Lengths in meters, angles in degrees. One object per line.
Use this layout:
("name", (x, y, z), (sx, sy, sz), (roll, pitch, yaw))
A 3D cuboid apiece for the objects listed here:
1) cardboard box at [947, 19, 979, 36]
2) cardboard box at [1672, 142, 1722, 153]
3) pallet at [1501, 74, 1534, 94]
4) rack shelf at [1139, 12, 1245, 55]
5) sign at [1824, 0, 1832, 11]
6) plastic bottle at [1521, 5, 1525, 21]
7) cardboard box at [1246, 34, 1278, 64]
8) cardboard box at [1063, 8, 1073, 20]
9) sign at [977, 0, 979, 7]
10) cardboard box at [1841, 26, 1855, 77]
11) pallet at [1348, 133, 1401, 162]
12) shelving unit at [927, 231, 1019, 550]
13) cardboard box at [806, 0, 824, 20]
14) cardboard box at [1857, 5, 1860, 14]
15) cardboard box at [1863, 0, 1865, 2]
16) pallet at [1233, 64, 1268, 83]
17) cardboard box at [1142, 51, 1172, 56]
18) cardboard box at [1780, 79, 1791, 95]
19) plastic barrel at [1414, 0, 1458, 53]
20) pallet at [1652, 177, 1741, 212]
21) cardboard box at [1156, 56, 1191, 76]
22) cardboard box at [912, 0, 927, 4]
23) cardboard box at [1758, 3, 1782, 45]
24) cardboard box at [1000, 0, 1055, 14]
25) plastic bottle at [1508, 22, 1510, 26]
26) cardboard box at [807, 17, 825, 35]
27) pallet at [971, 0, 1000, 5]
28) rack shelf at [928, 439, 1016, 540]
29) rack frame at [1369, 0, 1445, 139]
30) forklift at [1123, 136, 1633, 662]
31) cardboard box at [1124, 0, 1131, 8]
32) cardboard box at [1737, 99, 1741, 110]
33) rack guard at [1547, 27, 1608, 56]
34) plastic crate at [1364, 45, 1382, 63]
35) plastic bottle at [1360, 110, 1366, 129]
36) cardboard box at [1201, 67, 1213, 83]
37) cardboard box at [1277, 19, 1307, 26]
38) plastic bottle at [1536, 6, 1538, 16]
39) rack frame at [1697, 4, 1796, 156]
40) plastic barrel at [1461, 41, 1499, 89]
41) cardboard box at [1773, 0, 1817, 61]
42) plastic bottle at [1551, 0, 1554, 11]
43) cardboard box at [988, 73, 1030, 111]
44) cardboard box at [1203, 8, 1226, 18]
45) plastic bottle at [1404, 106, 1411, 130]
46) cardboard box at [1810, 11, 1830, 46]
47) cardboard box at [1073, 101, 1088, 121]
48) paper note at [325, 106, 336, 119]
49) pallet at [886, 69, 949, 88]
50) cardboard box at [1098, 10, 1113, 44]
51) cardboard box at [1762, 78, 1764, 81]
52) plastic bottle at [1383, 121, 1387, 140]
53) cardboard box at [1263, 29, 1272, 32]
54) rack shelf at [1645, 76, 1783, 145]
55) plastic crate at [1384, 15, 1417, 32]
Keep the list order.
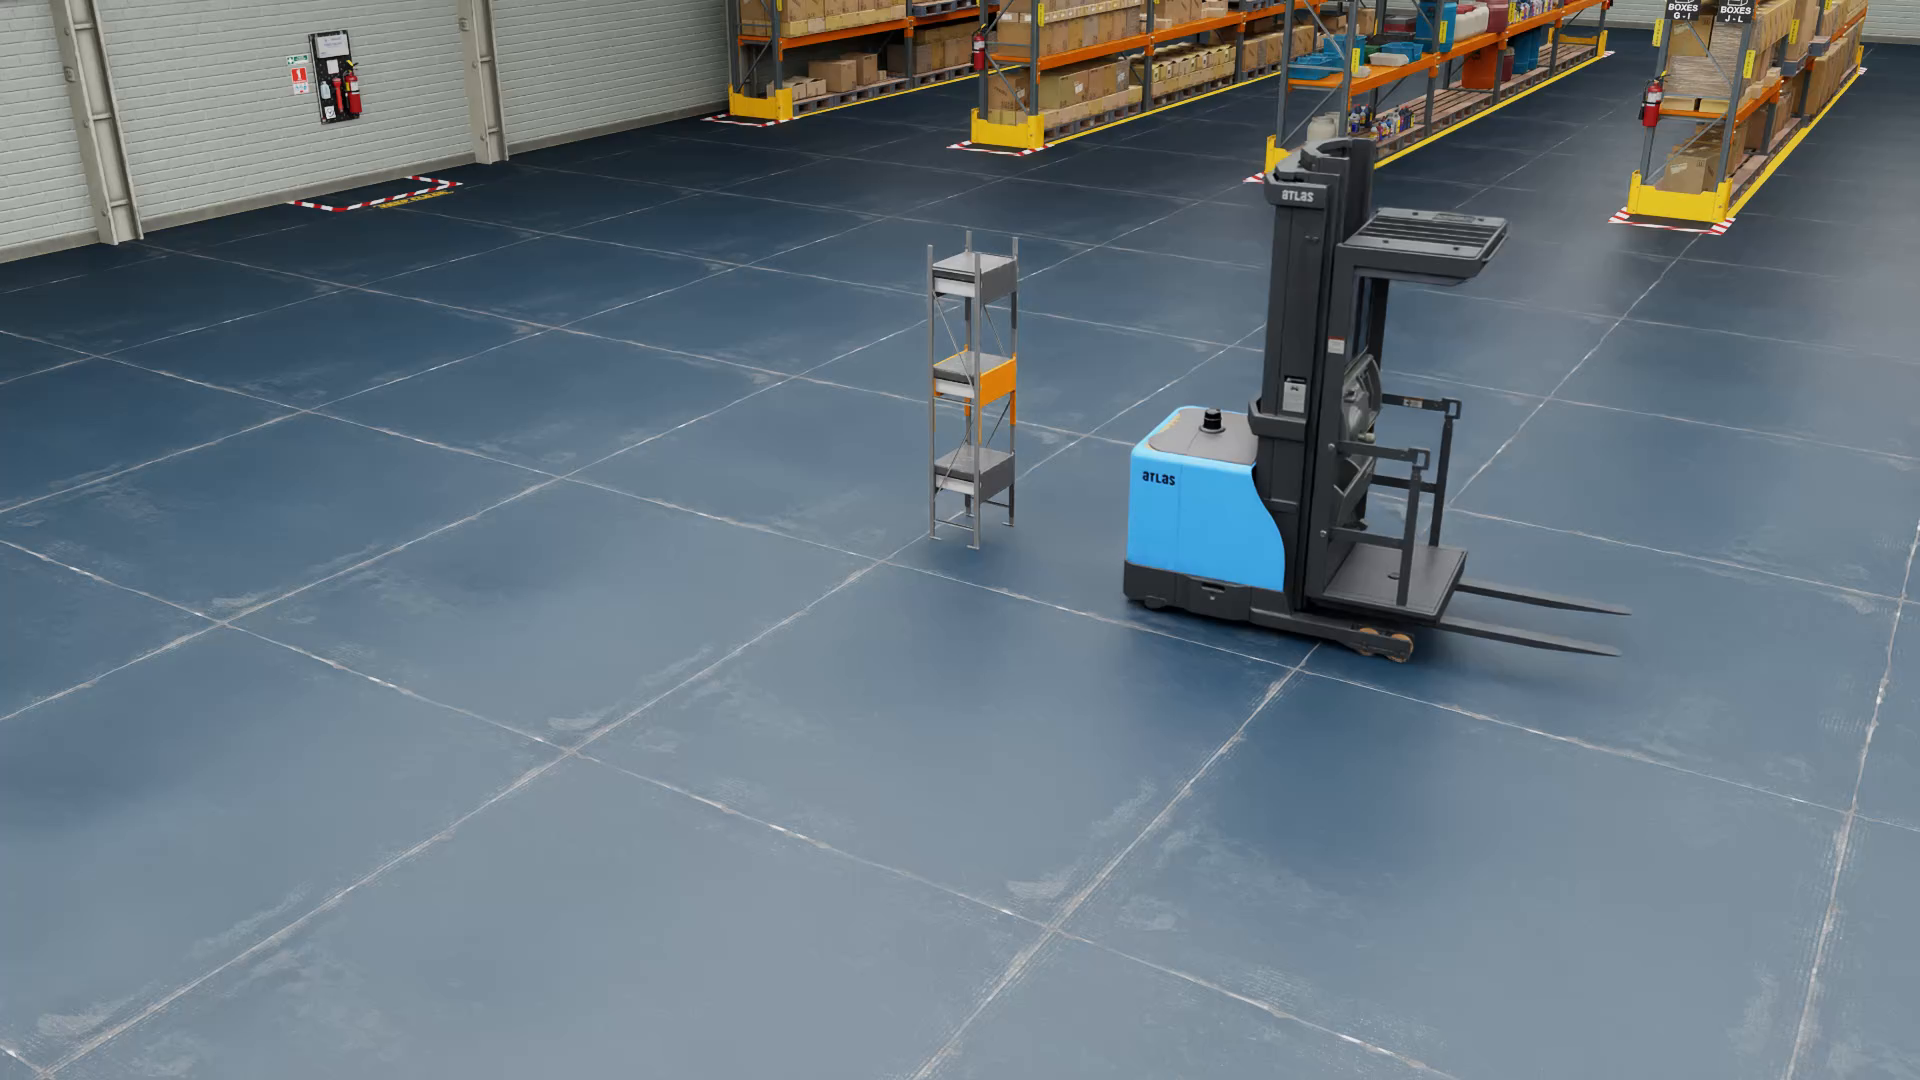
("cardboard box", (0.074, -10.306, 33.430), (0.500, 0.250, 0.500), (14, 27, 30))
("cardboard box", (9.797, -4.988, 22.114), (0.500, 0.500, 0.500), (-20, 31, -39))
("pallet", (10.204, -8.670, 31.511), (1.003, 0.211, 1.213), (14, 27, 29))
("rack shelf", (3.919, -9.298, 30.359), (1.077, 0.370, 4.000), (14, 27, 29))
("sign", (13.854, -8.611, 26.507), (0.100, 0.325, 0.005), (14, 27, 29))
("plastic bottle", (10.254, -9.629, 30.379), (0.097, 0.271, 0.097), (0, 23, 0))
("cardboard box", (5.997, -9.798, 33.200), (0.500, 0.500, 0.500), (13, 27, 28))
("cardboard box", (1.548, -8.293, 26.188), (0.380, 0.149, 0.250), (13, 27, 28))
("sign", (0.300, -8.362, 25.534), (0.100, 0.325, 0.005), (14, 27, 29))
("cardboard box", (16.388, -9.304, 31.612), (0.875, 0.875, 0.875), (14, 27, 29))
("pallet", (6.037, -6.003, 25.351), (1.003, 0.211, 1.213), (14, 27, 29))
("shelving unit", (0.087, -1.019, 11.462), (0.431, 2.100, 0.503), (14, 27, 29))
("cardboard box", (-2.681, -9.188, 28.417), (0.500, 0.500, 0.500), (14, 27, 29))
("cardboard box", (16.893, -10.106, 31.635), (0.380, 0.149, 0.250), (14, 27, 30))
("cardboard box", (17.309, -10.604, 32.283), (0.500, 0.250, 0.500), (13, 27, 28))
("pallet", (5.399, -9.268, 32.893), (1.003, 0.211, 1.213), (14, 27, 29))
("cardboard box", (3.636, -8.852, 30.649), (0.500, 0.311, 0.500), (13, 27, 28))
("cardboard box", (12.788, -7.212, 26.282), (0.500, 0.250, 0.500), (17, 29, 35))
("plastic barrel", (7.531, -8.211, 26.311), (0.600, 0.901, 0.708), (14, 27, 29))
("pallet", (9.666, -4.539, 21.969), (1.003, 0.211, 1.213), (14, 27, 29))
("cardboard box", (3.834, -8.572, 30.001), (0.500, 0.311, 0.500), (13, 27, 27))
("cardboard box", (-1.050, -10.403, 31.325), (0.700, 0.500, 0.500), (14, 27, 29))
("cardboard box", (10.480, -6.802, 21.929), (0.500, 0.500, 0.500), (14, 27, 29))
("cardboard box", (1.039, -8.417, 25.659), (0.700, 0.500, 0.500), (14, 27, 29))
("plastic bottle", (9.767, -9.317, 29.658), (0.097, 0.271, 0.097), (0, 23, 0))
("cardboard box", (-2.668, -8.857, 28.597), (0.500, 0.250, 0.500), (13, 27, 27))
("pallet", (0.478, -10.990, 33.601), (1.213, 0.211, 1.003), (14, 27, 29))
("rack shelf", (0.087, -0.365, 11.745), (0.431, 0.518, 0.480), (14, 27, 29))
("rack frame", (7.070, -7.914, 26.256), (1.000, 3.000, 0.127), (14, 27, 29))
("forklift", (2.614, -0.849, 10.021), (3.031, 2.935, 1.130), (11, 26, 23))
("cardboard box", (2.634, -8.988, 27.795), (0.380, 0.149, 0.250), (13, 27, 27))
("cardboard box", (9.669, -5.538, 21.082), (0.380, 0.149, 0.250), (14, 27, 29))
("rack guard", (13.401, -10.828, 36.133), (1.175, 0.500, 0.348), (14, 27, 29))
("plastic crate", (6.114, -7.418, 25.376), (0.450, 0.188, 0.662), (14, 27, 29))
("plastic bottle", (6.317, -6.604, 26.111), (0.097, 0.271, 0.097), (0, 23, 0))
("cardboard box", (4.366, -8.662, 30.916), (0.500, 0.250, 0.500), (15, 27, 30))
("cardboard box", (7.143, -10.960, 35.884), (0.500, 0.500, 0.500), (14, 27, 29))
("plastic bottle", (10.789, -9.939, 31.182), (0.097, 0.201, 0.097), (0, 23, 0))
("rack frame", (11.278, -6.876, 23.858), (1.000, 3.000, 0.127), (14, 27, 29))
("plastic barrel", (9.423, -8.630, 30.112), (0.600, 0.830, 0.708), (14, 27, 29))
("cardboard box", (11.816, -7.583, 24.207), (1.000, 1.000, 1.000), (14, 27, 29))
("plastic bottle", (11.356, -10.357, 32.054), (0.152, 0.276, 0.135), (14, 27, 29))
("cardboard box", (0.784, -7.122, 26.414), (0.500, 0.500, 0.500), (14, 27, 29))
("cardboard box", (4.734, -9.827, 30.990), (0.380, 0.149, 0.250), (14, 27, 29))
("plastic bottle", (6.975, -6.623, 26.053), (0.144, 0.351, 0.185), (13, 27, 28))
("cardboard box", (13.875, -8.379, 27.204), (0.500, 0.500, 0.500), (15, 27, 30))
("cardboard box", (1.750, -7.007, 27.092), (0.500, 0.250, 0.500), (14, 27, 29))
("paper note", (-8.475, -5.757, 22.382), (0.016, 0.148, 0.142), (14, 27, 29))
("pallet", (-0.937, -8.974, 32.213), (1.003, 0.211, 1.213), (14, 27, 29))
("cardboard box", (2.094, -8.500, 27.484), (0.700, 0.500, 0.500), (14, 27, 30))
("cardboard box", (10.712, -6.215, 22.648), (0.380, 0.149, 0.250), (14, 27, 29))
("plastic bottle", (6.414, -6.210, 25.200), (0.097, 0.271, 0.097), (0, 23, 0))
("cardboard box", (6.079, -10.247, 34.237), (0.500, 0.500, 0.500), (14, 27, 30))
("rack shelf", (10.223, -5.871, 22.442), (1.077, 0.370, 4.000), (14, 27, 29))
("plastic crate", (7.065, -8.171, 26.769), (0.402, 0.464, 0.583), (14, 27, 29))
